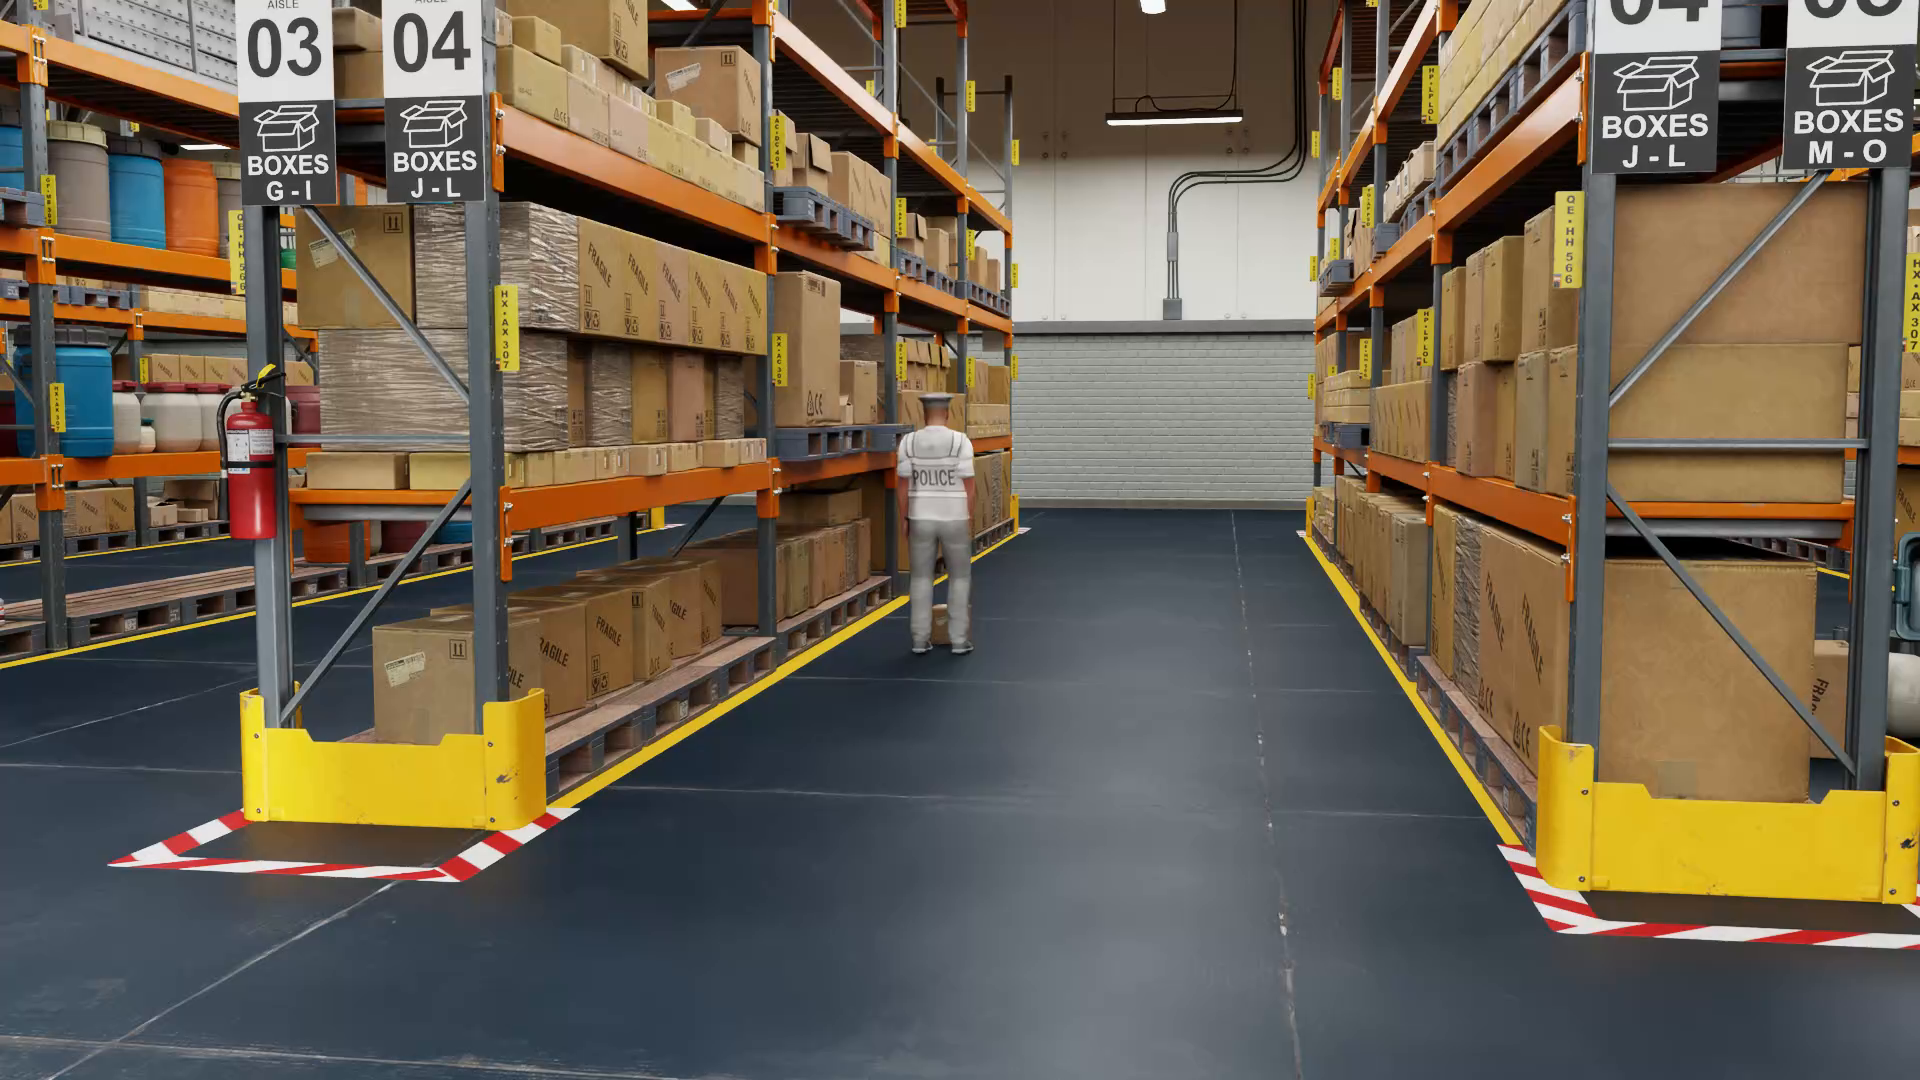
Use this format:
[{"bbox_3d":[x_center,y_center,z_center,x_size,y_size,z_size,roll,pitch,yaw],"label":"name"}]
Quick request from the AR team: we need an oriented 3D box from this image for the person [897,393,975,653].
[{"bbox_3d":[-0.154,-0.111,11.131,0.530,1.739,0.374,1,4,10],"label":"person"}]
